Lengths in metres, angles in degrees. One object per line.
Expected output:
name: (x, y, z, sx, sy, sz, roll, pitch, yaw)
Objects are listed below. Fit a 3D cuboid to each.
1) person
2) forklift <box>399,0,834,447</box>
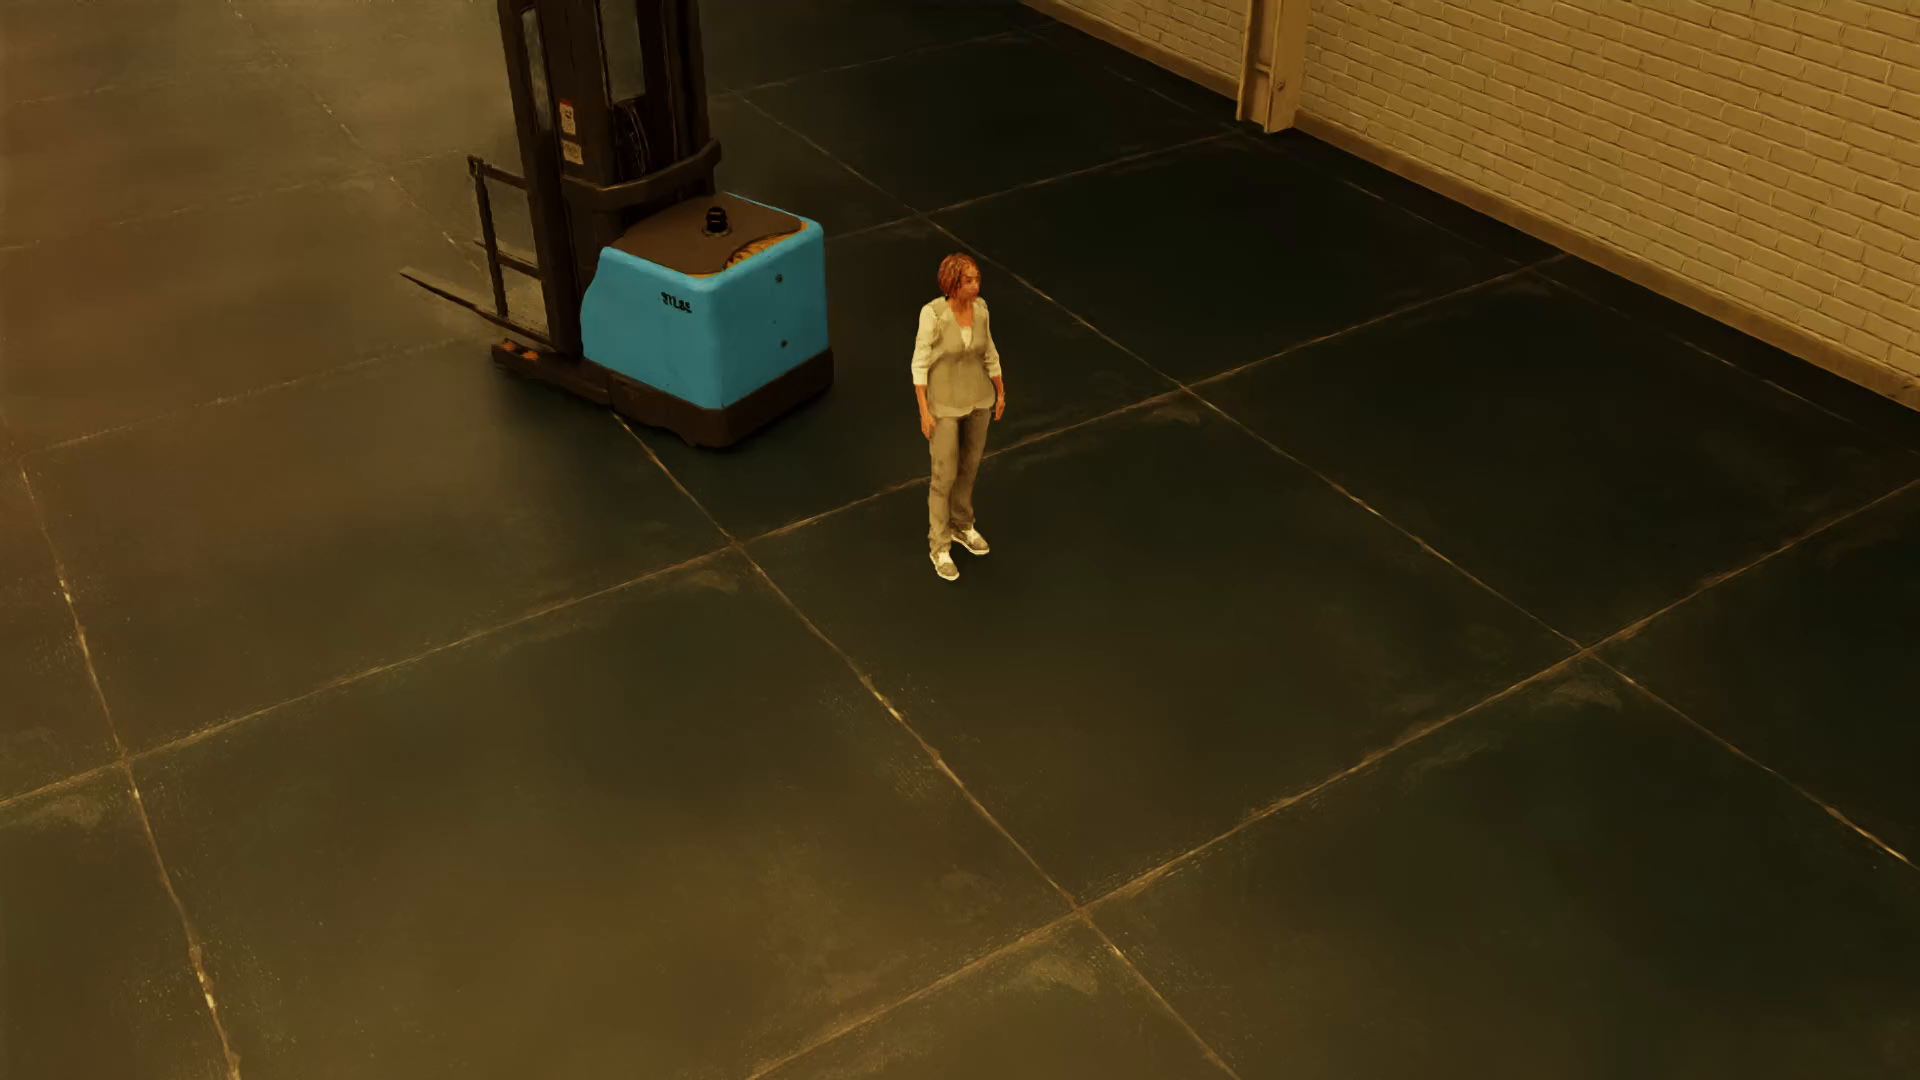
person: (0.029, -0.619, 8.177, 0.521, 1.597, 0.474, -21, 40, -27)
forklift: (-2.237, -2.397, 9.558, 3.031, 2.935, 1.130, 23, 41, 29)
